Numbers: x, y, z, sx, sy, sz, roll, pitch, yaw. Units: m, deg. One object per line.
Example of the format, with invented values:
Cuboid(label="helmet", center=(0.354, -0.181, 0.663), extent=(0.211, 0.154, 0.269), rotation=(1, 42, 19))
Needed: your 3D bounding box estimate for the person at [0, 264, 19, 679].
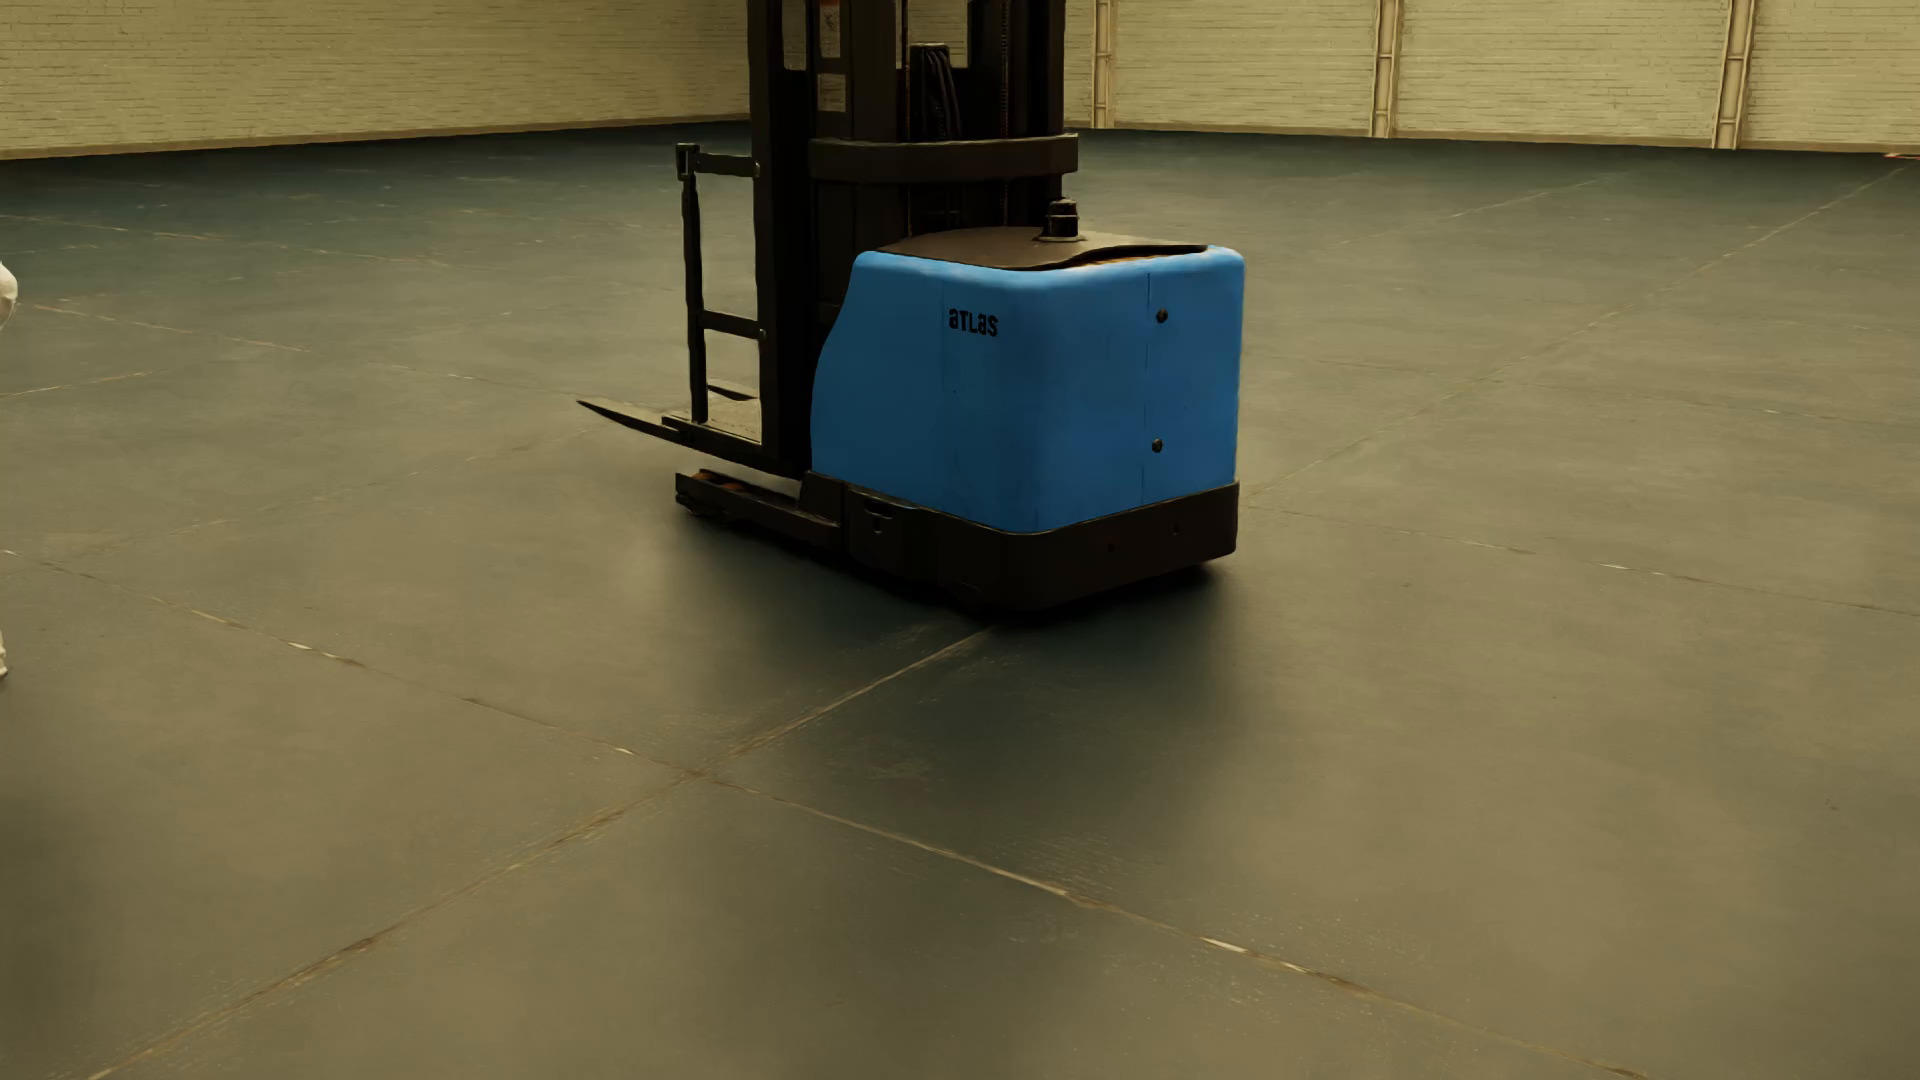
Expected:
Cuboid(label="person", center=(-2.796, -0.339, 4.281), extent=(0.712, 1.632, 0.481), rotation=(-14, 22, -40))

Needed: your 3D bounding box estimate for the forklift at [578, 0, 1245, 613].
Cuboid(label="forklift", center=(-0.415, -1.535, 5.966), extent=(1.130, 2.935, 3.031), rotation=(-14, 22, -39))
